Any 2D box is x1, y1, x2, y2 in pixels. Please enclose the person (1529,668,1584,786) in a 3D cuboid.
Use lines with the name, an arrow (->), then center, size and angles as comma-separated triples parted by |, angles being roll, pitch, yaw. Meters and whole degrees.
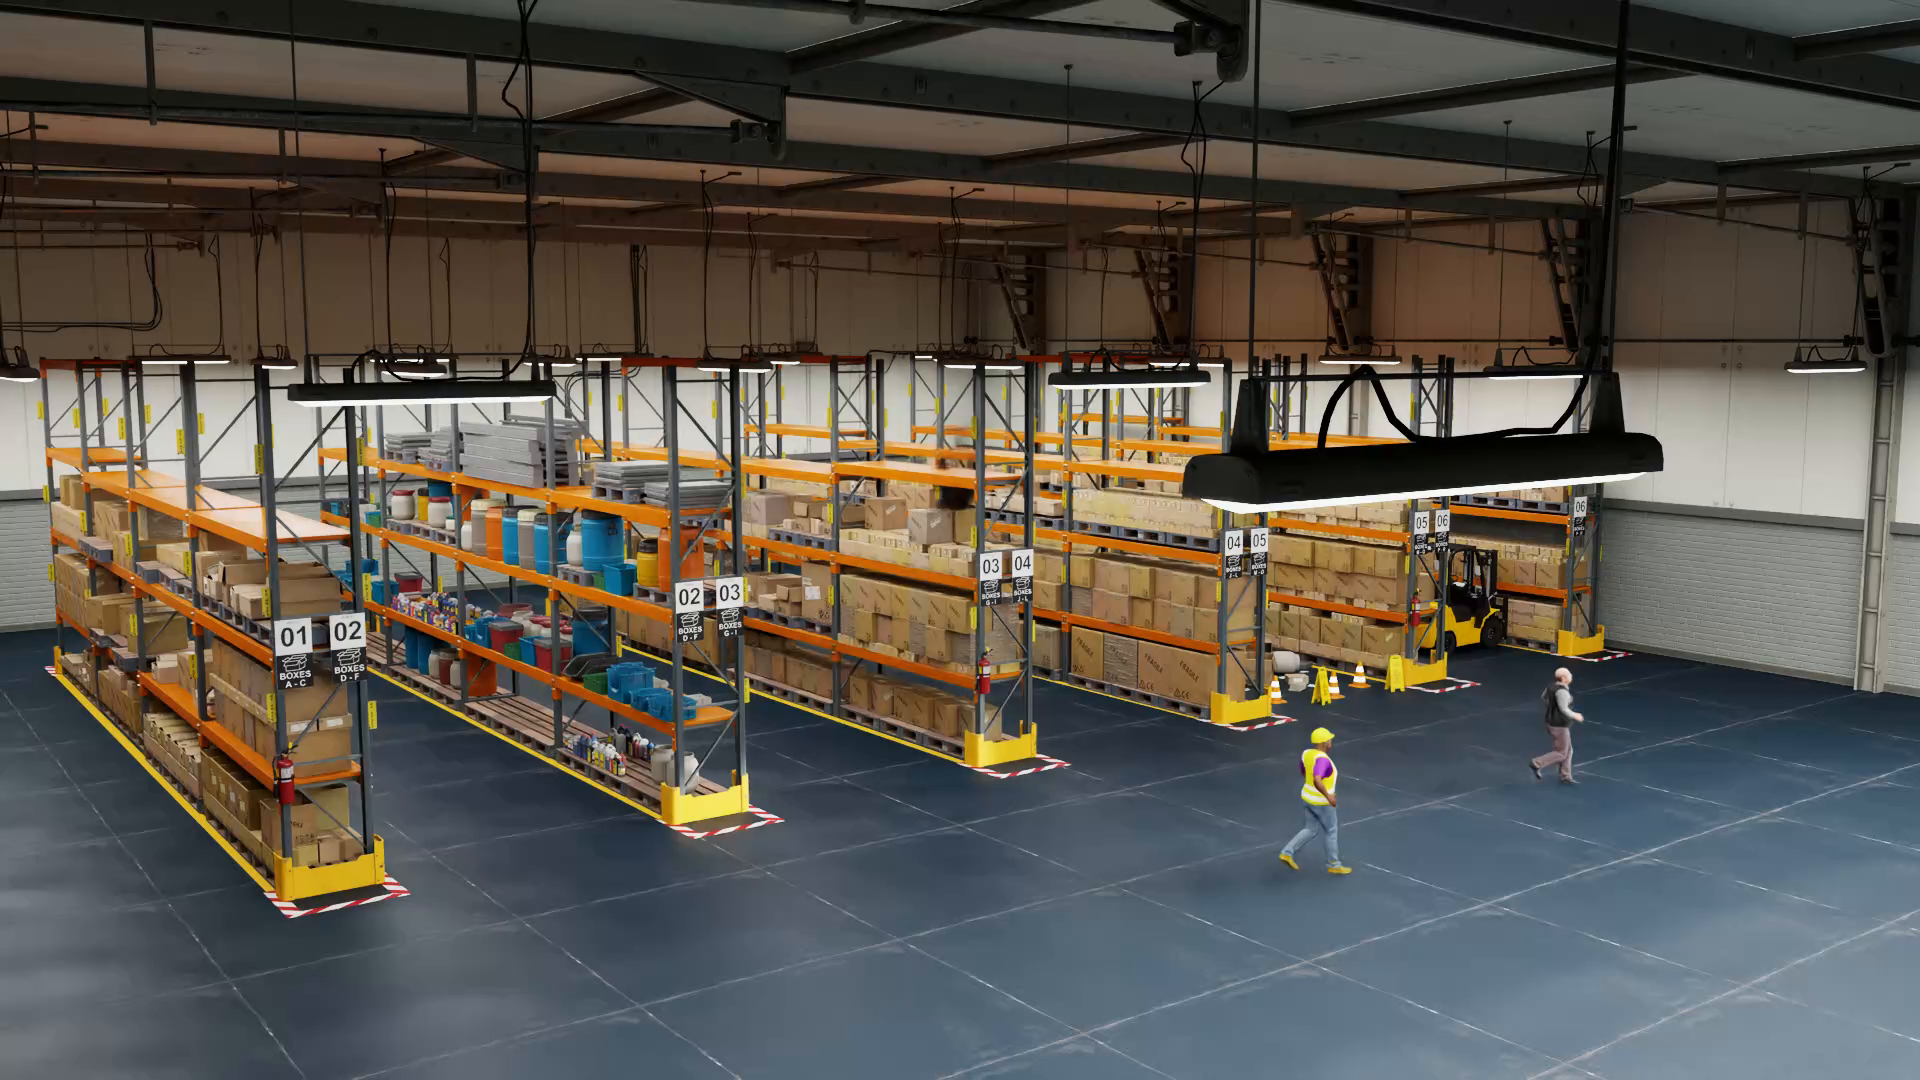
person -> 8.469, 2.664, 23.675 | 0.821, 1.720, 0.669 | 0, 7, -1

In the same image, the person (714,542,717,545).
person -> -5.725, 0.857, 38.966 | 0.640, 1.611, 0.844 | -4, 8, -31

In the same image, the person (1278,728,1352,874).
person -> 4.222, 3.087, 19.642 | 0.900, 1.760, 0.718 | -2, 7, -17
